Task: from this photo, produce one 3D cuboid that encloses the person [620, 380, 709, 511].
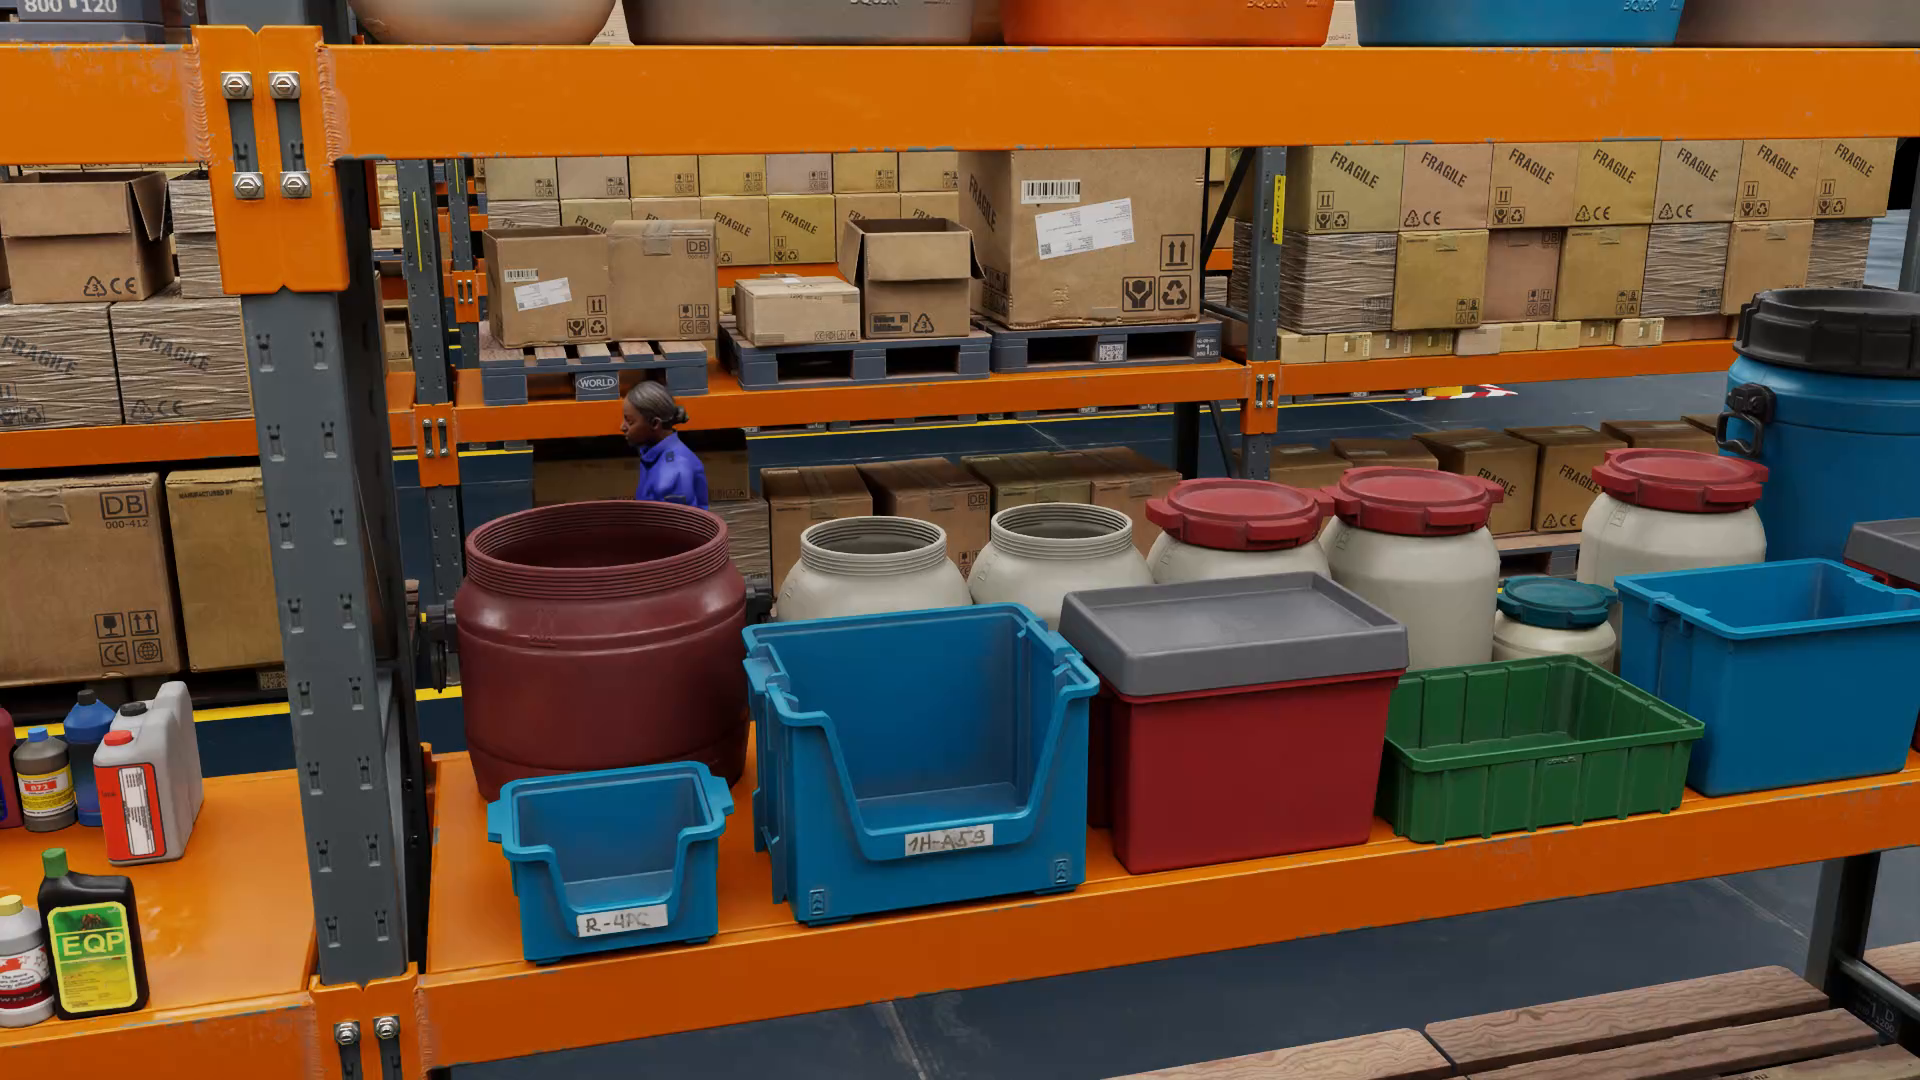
[{"bbox_3d":[-1.095,0.172,6.310,0.322,1.588,0.478,-5,17,-17],"label":"person"}]
